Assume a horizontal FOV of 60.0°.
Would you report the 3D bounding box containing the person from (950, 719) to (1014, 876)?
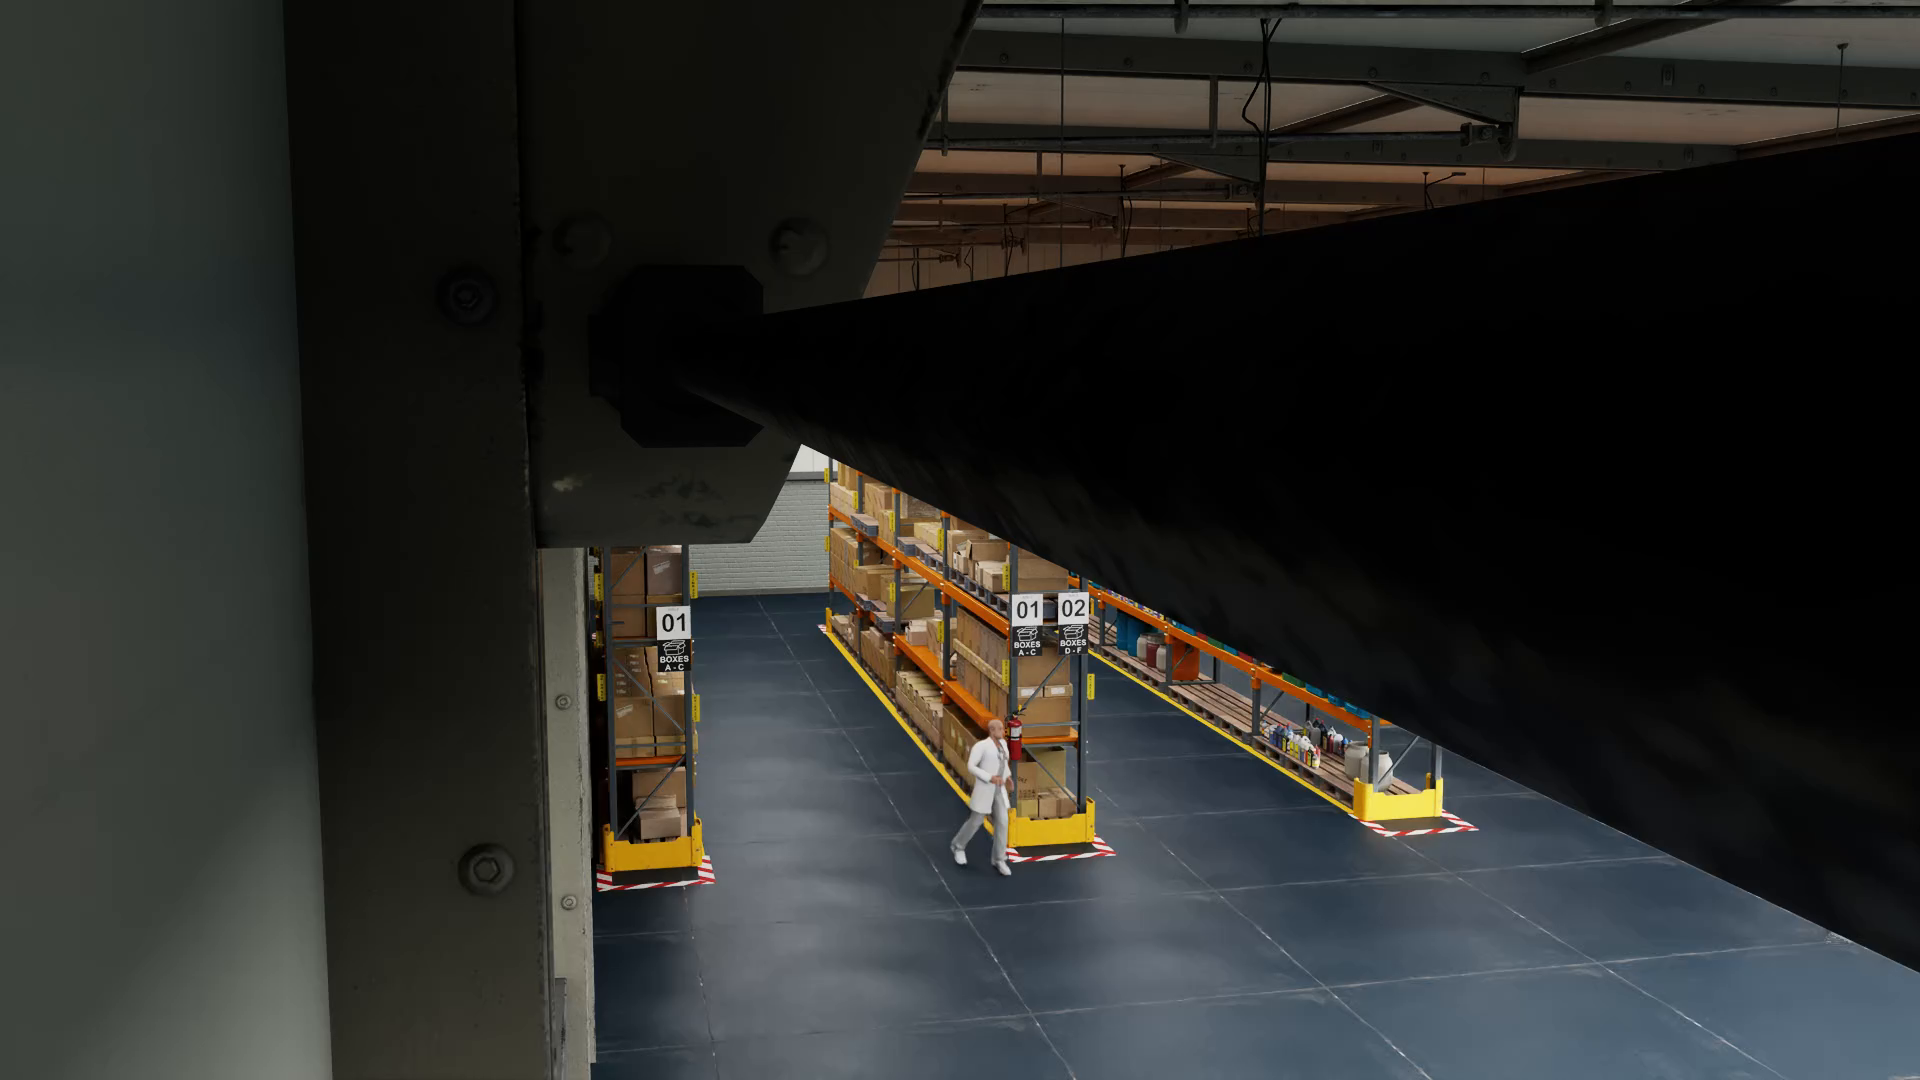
[{"bbox_3d":[0.390,3.060,20.126,0.770,1.795,0.933,-6,9,-43],"label":"person"}]
